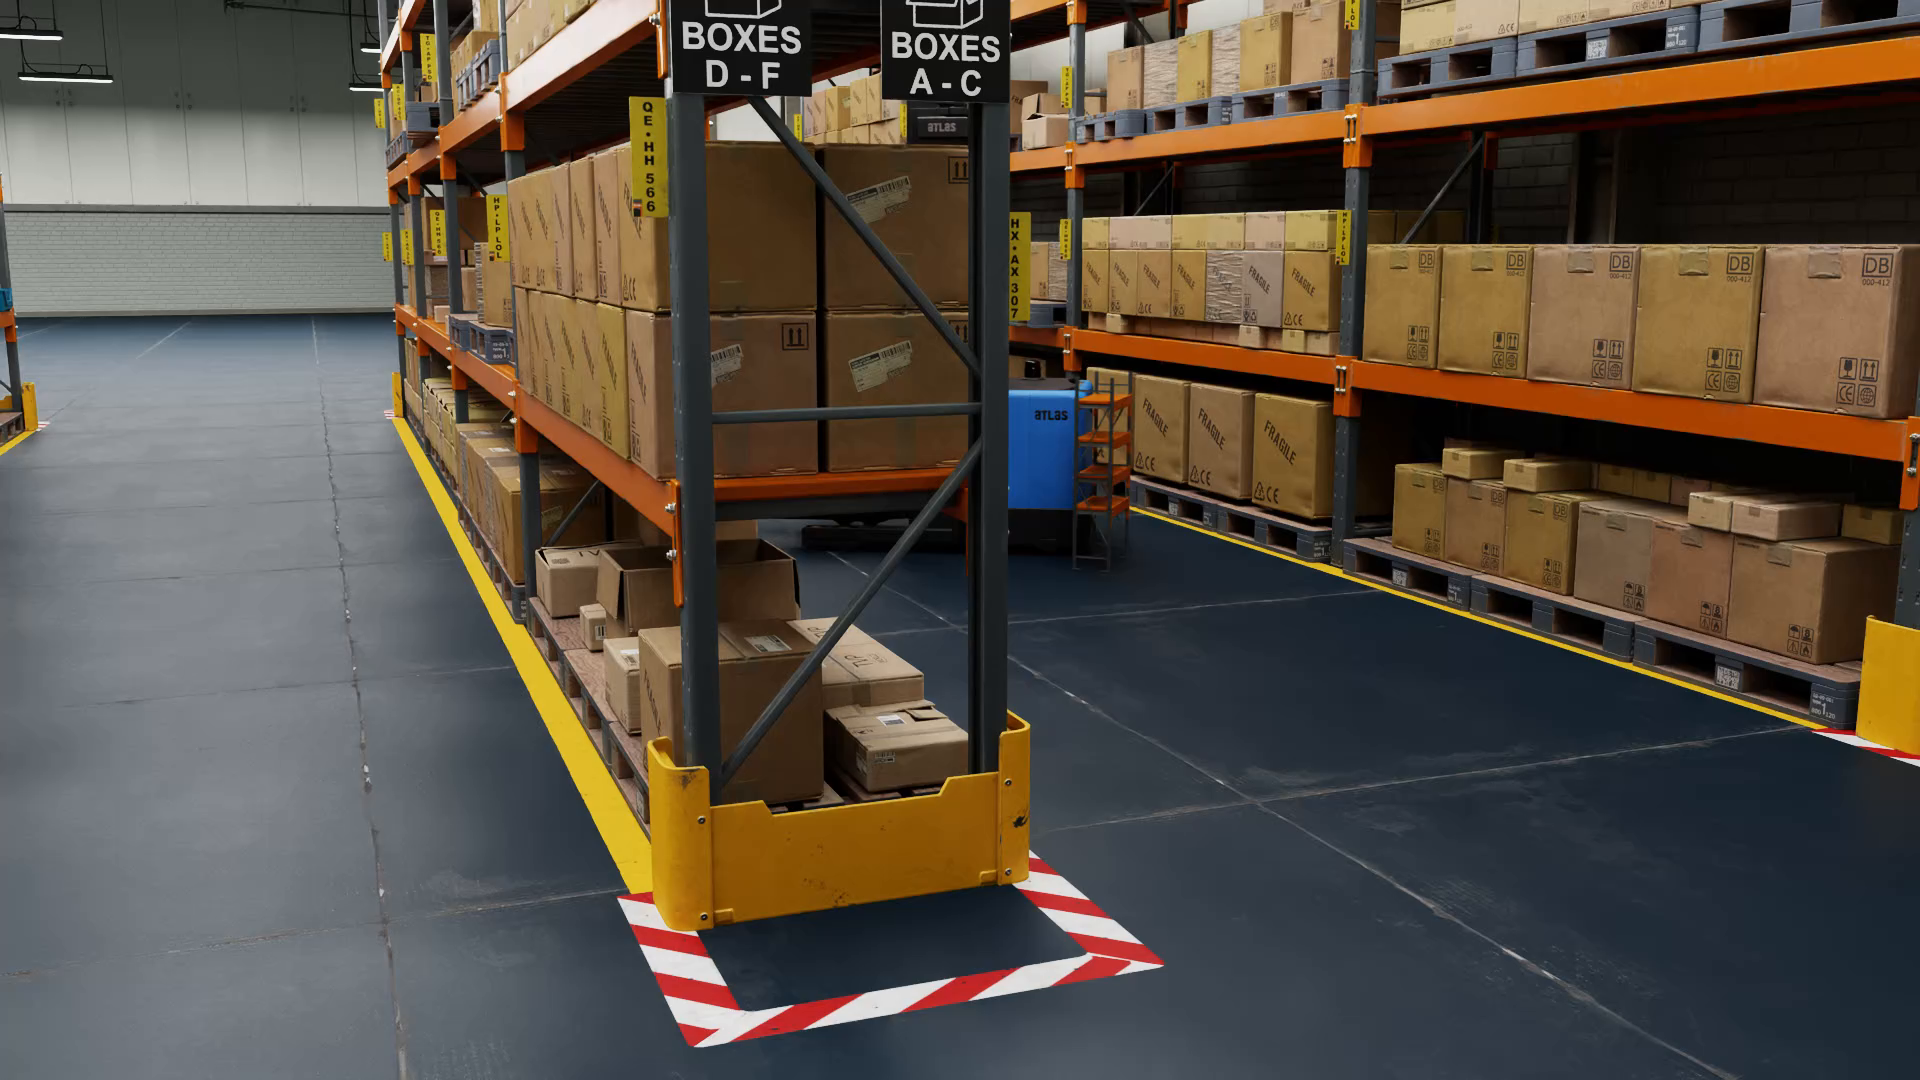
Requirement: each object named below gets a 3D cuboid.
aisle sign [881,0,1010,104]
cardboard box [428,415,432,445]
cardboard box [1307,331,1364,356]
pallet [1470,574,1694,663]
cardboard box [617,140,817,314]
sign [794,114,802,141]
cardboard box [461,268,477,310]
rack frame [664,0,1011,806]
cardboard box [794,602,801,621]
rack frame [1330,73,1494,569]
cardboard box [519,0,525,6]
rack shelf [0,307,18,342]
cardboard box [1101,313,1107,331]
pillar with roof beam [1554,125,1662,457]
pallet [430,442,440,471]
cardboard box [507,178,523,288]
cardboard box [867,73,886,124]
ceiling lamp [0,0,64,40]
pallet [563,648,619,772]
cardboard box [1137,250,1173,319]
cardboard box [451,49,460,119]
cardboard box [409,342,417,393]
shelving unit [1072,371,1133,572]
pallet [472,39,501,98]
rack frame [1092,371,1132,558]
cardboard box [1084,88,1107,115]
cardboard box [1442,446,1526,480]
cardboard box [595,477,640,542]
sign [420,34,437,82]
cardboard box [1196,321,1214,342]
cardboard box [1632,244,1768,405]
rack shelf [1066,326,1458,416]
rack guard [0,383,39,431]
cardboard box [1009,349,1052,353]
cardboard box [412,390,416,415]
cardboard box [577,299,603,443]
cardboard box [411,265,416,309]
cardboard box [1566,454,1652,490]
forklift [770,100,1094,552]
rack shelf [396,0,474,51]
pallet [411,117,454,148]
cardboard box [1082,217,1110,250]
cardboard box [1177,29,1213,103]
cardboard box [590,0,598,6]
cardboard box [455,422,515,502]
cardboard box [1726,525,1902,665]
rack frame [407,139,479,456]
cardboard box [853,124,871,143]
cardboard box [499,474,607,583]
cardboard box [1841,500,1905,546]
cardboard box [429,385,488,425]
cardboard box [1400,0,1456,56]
[{"bbox_3d":[-0.040,-1.656,4.742,0.394,0.787,0.004,-4,11,-21],"label":"aisle sign"},{"bbox_3d":[-4.588,-1.015,15.215,0.500,0.250,0.500,-4,11,-19],"label":"cardboard box"},{"bbox_3d":[2.441,-1.260,10.598,0.380,0.149,0.250,-4,11,-20],"label":"cardboard box"},{"bbox_3d":[3.476,0.365,8.766,1.003,0.211,1.213,-4,11,-21],"label":"pallet"},{"bbox_3d":[-0.756,-0.965,5.142,0.500,0.500,0.500,-4,11,-21],"label":"cardboard box"},{"bbox_3d":[-2.027,-5.168,20.848,0.100,0.325,0.005,-4,11,-21],"label":"sign"},{"bbox_3d":[-3.861,-1.997,13.794,0.500,0.500,0.500,-5,11,-24],"label":"cardboard box"},{"bbox_3d":[-0.338,-0.369,4.928,1.000,3.000,0.127,-4,11,-21],"label":"rack frame"},{"bbox_3d":[-1.045,0.283,7.685,0.500,0.311,0.500,-4,11,-21],"label":"cardboard box"},{"bbox_3d":[2.828,-1.337,10.369,1.000,3.000,0.127,-4,11,-21],"label":"rack frame"},{"bbox_3d":[-1.660,-2.494,7.312,0.500,0.250,0.500,-4,11,-21],"label":"cardboard box"},{"bbox_3d":[-10.030,-1.986,16.074,1.077,0.370,4.000,-4,11,-21],"label":"rack shelf"},{"bbox_3d":[1.365,-1.766,13.441,0.380,0.149,0.250,-4,11,-20],"label":"cardboard box"},{"bbox_3d":[-0.125,-3.958,7.974,9.100,9.000,0.400,-4,11,-21],"label":"pillar with roof beam"},{"bbox_3d":[-4.384,-0.837,15.521,1.003,0.211,1.213,-4,11,-21],"label":"pallet"},{"bbox_3d":[-1.879,-1.468,7.969,0.500,0.500,0.500,-4,11,-19],"label":"cardboard box"},{"bbox_3d":[-0.715,-4.824,18.214,0.500,0.500,0.500,-3,11,-18],"label":"cardboard box"},{"bbox_3d":[-18.095,-11.062,31.245,2.000,3.185,0.800,-4,11,-21],"label":"ceiling lamp"},{"bbox_3d":[-1.094,0.663,7.091,1.003,0.211,1.213,-4,11,-21],"label":"pallet"},{"bbox_3d":[1.676,-1.932,12.526,0.500,0.500,0.500,-4,11,-21],"label":"cardboard box"},{"bbox_3d":[-3.048,-3.131,11.609,0.910,0.500,0.500,-4,11,-21],"label":"cardboard box"},{"bbox_3d":[-5.608,-1.856,17.799,0.500,0.500,0.500,-4,11,-21],"label":"cardboard box"},{"bbox_3d":[0.897,-0.440,10.464,0.258,1.200,0.503,4,11,18],"label":"shelving unit"},{"bbox_3d":[-1.959,-2.517,8.975,1.213,0.211,1.003,-4,11,-21],"label":"pallet"},{"bbox_3d":[0.976,-0.480,10.692,0.240,1.200,0.015,4,11,18],"label":"rack frame"},{"bbox_3d":[1.332,-3.657,14.509,0.500,0.500,0.500,-4,11,-21],"label":"cardboard box"},{"bbox_3d":[2.957,-0.436,9.392,0.380,0.149,0.250,-4,11,-19],"label":"cardboard box"},{"bbox_3d":[-1.736,-0.102,9.309,0.500,0.500,0.500,-4,11,-23],"label":"cardboard box"},{"bbox_3d":[-3.758,-3.411,11.763,0.100,0.325,0.005,-4,11,-21],"label":"sign"},{"bbox_3d":[1.936,-1.514,12.028,0.380,0.149,0.250,-4,11,-19],"label":"cardboard box"},{"bbox_3d":[3.809,-1.032,7.800,0.980,0.700,0.700,-4,11,-21],"label":"cardboard box"},{"bbox_3d":[2.103,-1.309,12.267,1.077,0.370,4.000,-4,11,-21],"label":"rack shelf"},{"bbox_3d":[-10.683,-1.426,18.012,1.175,0.500,0.348,-4,11,-21],"label":"rack guard"},{"bbox_3d":[0.566,-1.722,16.276,0.500,0.250,0.500,-4,11,-23],"label":"cardboard box"},{"bbox_3d":[-5.607,-1.487,17.865,0.500,0.250,0.500,-4,11,-21],"label":"cardboard box"},{"bbox_3d":[-1.121,-0.640,6.167,0.500,0.500,0.500,-4,11,-20],"label":"cardboard box"},{"bbox_3d":[-5.784,-2.867,18.688,0.700,0.500,0.500,-4,11,-19],"label":"cardboard box"},{"bbox_3d":[3.515,-0.370,9.019,0.380,0.149,0.250,-4,11,-20],"label":"cardboard box"},{"bbox_3d":[-0.618,-1.457,11.245,3.031,2.935,1.130,1,10,7],"label":"forklift"},{"bbox_3d":[-3.962,-4.403,13.677,1.077,0.370,4.000,-4,11,-21],"label":"rack shelf"},{"bbox_3d":[-3.975,-3.346,13.639,1.003,0.211,1.213,-3,11,-18],"label":"pallet"},{"bbox_3d":[1.313,-2.469,13.402,0.500,0.250,0.500,-4,11,-20],"label":"cardboard box"},{"bbox_3d":[2.037,-3.482,12.325,0.700,0.500,0.500,-3,11,-18],"label":"cardboard box"},{"bbox_3d":[-0.941,-1.921,5.518,0.500,0.250,0.500,-4,11,-21],"label":"cardboard box"},{"bbox_3d":[-3.339,-0.568,11.929,0.500,0.500,0.500,-3,11,-18],"label":"cardboard box"},{"bbox_3d":[3.930,0.232,7.487,0.700,0.500,0.500,-4,11,-21],"label":"cardboard box"},{"bbox_3d":[-4.687,-2.327,15.939,1.000,3.000,0.127,-4,11,-21],"label":"rack frame"},{"bbox_3d":[-0.892,-4.416,18.776,0.500,0.500,0.500,-4,11,-23],"label":"cardboard box"},{"bbox_3d":[-2.234,-0.070,9.129,0.500,0.500,0.500,-4,11,-21],"label":"cardboard box"},{"bbox_3d":[4.162,-0.079,7.387,0.380,0.149,0.250,-4,11,-21],"label":"cardboard box"},{"bbox_3d":[-4.404,-1.207,14.690,0.500,0.311,0.500,-4,11,-23],"label":"cardboard box"},{"bbox_3d":[2.832,-2.866,9.346,0.500,0.250,0.500,-4,11,-21],"label":"cardboard box"}]
